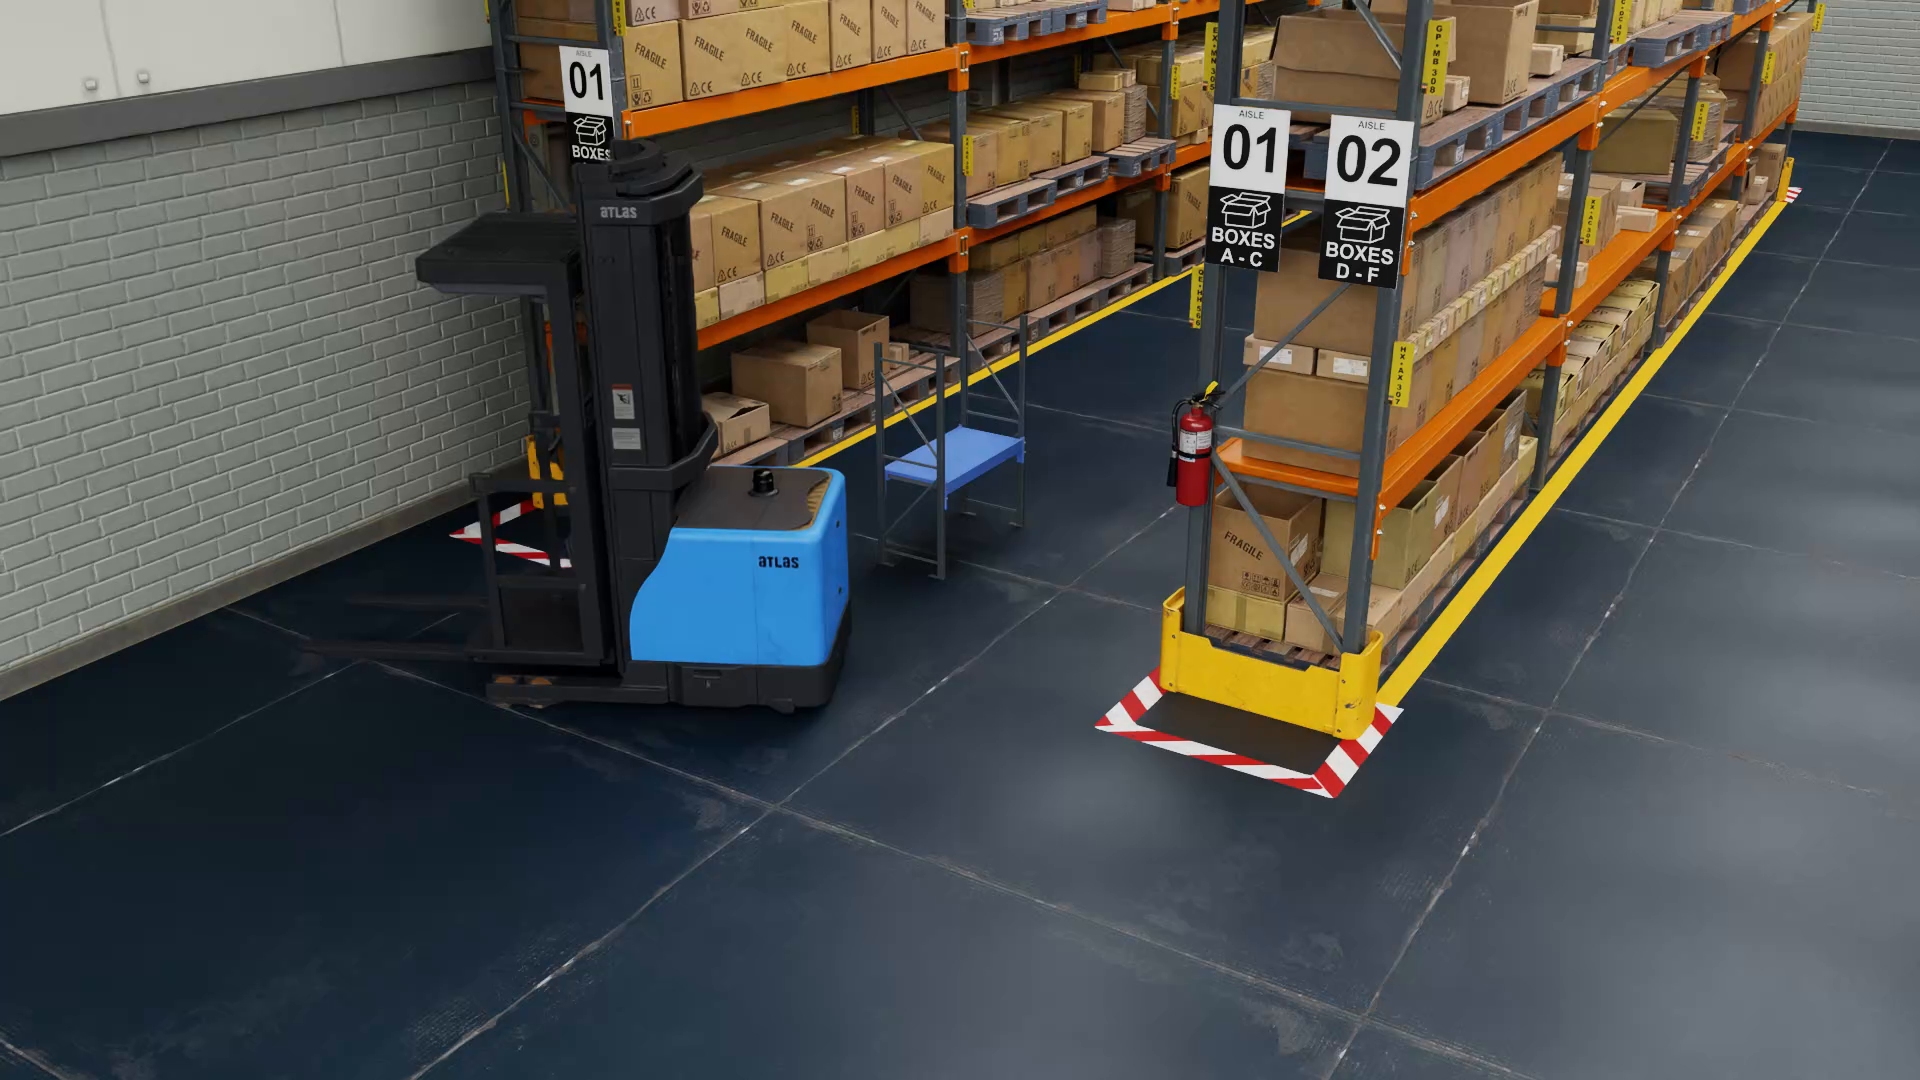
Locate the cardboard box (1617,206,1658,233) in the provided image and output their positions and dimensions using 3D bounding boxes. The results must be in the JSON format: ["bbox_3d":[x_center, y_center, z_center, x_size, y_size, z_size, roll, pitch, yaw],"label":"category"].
[{"bbox_3d":[5.677,-2.720,14.073,0.380,0.149,0.250,14,27,29],"label":"cardboard box"}]

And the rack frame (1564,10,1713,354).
[{"bbox_3d":[5.916,-3.196,14.858,1.000,3.000,0.127,14,27,29],"label":"rack frame"}]

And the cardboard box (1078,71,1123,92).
[{"bbox_3d":[1.392,-4.544,16.475,0.380,0.149,0.250,9,25,20],"label":"cardboard box"}]

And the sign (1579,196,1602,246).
[{"bbox_3d":[4.279,-2.164,11.284,0.100,0.325,0.005,14,27,29],"label":"sign"}]

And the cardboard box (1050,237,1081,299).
[{"bbox_3d":[0.762,-2.711,16.329,0.700,0.500,0.500,14,27,29],"label":"cardboard box"}]

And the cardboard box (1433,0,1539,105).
[{"bbox_3d":[2.804,-2.679,9.056,0.500,0.500,0.500,14,27,29],"label":"cardboard box"}]

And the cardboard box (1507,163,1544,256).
[{"bbox_3d":[3.312,-2.166,10.718,0.700,0.500,0.500,14,27,29],"label":"cardboard box"}]

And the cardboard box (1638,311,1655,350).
[{"bbox_3d":[5.846,-1.899,14.792,0.500,0.250,0.500,15,27,30],"label":"cardboard box"}]

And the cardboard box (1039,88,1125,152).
[{"bbox_3d":[1.195,-4.126,16.326,0.700,0.500,0.500,11,26,24],"label":"cardboard box"}]

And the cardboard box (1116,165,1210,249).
[{"bbox_3d":[2.205,-3.660,18.106,0.750,0.750,0.750,13,27,28],"label":"cardboard box"}]

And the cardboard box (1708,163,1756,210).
[{"bbox_3d":[9.013,-4.238,19.852,0.797,0.503,0.637,14,27,29],"label":"cardboard box"}]

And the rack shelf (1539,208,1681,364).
[{"bbox_3d":[4.861,-2.191,13.441,1.077,0.370,4.000,14,27,29],"label":"rack shelf"}]

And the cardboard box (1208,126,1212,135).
[{"bbox_3d":[2.586,-4.545,18.264,0.380,0.149,0.250,15,27,30],"label":"cardboard box"}]

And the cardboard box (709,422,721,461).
[{"bbox_3d":[-2.073,-0.716,11.958,0.500,0.311,0.500,11,26,23],"label":"cardboard box"}]

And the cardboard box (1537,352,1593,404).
[{"bbox_3d":[4.504,-1.290,12.680,0.500,0.311,0.500,14,27,28],"label":"cardboard box"}]

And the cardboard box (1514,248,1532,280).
[{"bbox_3d":[3.439,-1.792,10.672,0.380,0.149,0.250,14,27,29],"label":"cardboard box"}]

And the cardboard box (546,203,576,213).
[{"bbox_3d":[-2.446,-2.021,11.363,0.500,0.500,0.500,14,27,28],"label":"cardboard box"}]

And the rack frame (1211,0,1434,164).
[{"bbox_3d":[1.696,-3.249,7.429,1.000,3.000,0.127,14,27,29],"label":"rack frame"}]

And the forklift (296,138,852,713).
[{"bbox_3d":[-2.185,-0.628,9.011,3.031,2.935,1.130,2,23,4],"label":"forklift"}]

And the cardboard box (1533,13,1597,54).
[{"bbox_3d":[4.139,-3.553,11.566,0.500,0.250,0.500,17,29,34],"label":"cardboard box"}]

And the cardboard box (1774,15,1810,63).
[{"bbox_3d":[9.869,-6.023,20.002,0.500,0.500,0.500,15,27,30],"label":"cardboard box"}]

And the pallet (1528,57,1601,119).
[{"bbox_3d":[3.378,-2.889,10.483,1.003,0.211,1.213,14,27,29],"label":"pallet"}]

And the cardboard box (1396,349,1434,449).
[{"bbox_3d":[2.226,-0.875,9.370,0.700,0.500,0.500,15,27,30],"label":"cardboard box"}]

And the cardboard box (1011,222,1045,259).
[{"bbox_3d":[0.471,-2.860,15.729,0.500,0.250,0.500,13,27,27],"label":"cardboard box"}]

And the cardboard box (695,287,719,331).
[{"bbox_3d":[-1.987,-1.572,11.268,0.500,0.250,0.500,13,27,27],"label":"cardboard box"}]

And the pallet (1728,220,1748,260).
[{"bbox_3d":[8.389,-3.498,19.065,1.003,0.211,1.213,14,27,29],"label":"pallet"}]

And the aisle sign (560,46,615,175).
[{"bbox_3d":[-2.297,-2.639,10.298,0.394,0.787,0.004,14,27,29],"label":"aisle sign"}]

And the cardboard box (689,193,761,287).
[{"bbox_3d":[-1.738,-2.080,11.500,0.500,0.500,0.500,14,27,29],"label":"cardboard box"}]

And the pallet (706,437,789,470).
[{"bbox_3d":[-2.016,-0.546,12.245,1.003,0.211,1.213,14,27,29],"label":"pallet"}]

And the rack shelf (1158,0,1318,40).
[{"bbox_3d":[2.761,-5.955,18.359,1.077,0.370,4.000,14,27,29],"label":"rack shelf"}]

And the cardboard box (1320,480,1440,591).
[{"bbox_3d":[2.430,-0.075,9.636,0.500,0.500,0.500,14,27,29],"label":"cardboard box"}]

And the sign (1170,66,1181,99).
[{"bbox_3d":[2.172,-4.618,16.783,0.100,0.325,0.005,14,27,29],"label":"sign"}]

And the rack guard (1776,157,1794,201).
[{"bbox_3d":[10.096,-4.724,21.532,1.175,0.500,0.348,14,27,29],"label":"rack guard"}]

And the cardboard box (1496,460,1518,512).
[{"bbox_3d":[3.475,-0.408,11.350,0.500,0.250,0.500,14,27,29],"label":"cardboard box"}]

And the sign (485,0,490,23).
[{"bbox_3d":[-2.975,-3.439,10.528,0.100,0.325,0.005,14,27,29],"label":"sign"}]

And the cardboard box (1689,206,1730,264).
[{"bbox_3d":[7.741,-3.209,17.481,0.500,0.500,0.500,14,27,29],"label":"cardboard box"}]

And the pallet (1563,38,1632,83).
[{"bbox_3d":[4.260,-3.436,11.875,0.805,0.209,1.217,13,26,27],"label":"pallet"}]

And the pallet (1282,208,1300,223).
[{"bbox_3d":[3.473,-4.027,20.287,1.003,0.211,1.213,14,27,29],"label":"pallet"}]

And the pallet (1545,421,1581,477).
[{"bbox_3d":[4.162,-0.824,12.887,1.003,0.211,1.213,14,27,29],"label":"pallet"}]

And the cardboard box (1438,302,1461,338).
[{"bbox_3d":[2.629,-1.276,9.479,0.380,0.149,0.250,13,27,27],"label":"cardboard box"}]

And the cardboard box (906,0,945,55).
[{"bbox_3d":[-0.462,-4.092,12.999,0.500,0.500,0.500,15,27,30],"label":"cardboard box"}]

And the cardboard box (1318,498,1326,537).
[{"bbox_3d":[2.241,-0.355,10.283,0.500,0.500,0.500,14,27,29],"label":"cardboard box"}]

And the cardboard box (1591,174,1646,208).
[{"bbox_3d":[5.687,-3.042,14.613,0.500,0.311,0.500,16,28,32],"label":"cardboard box"}]

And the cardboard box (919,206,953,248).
[{"bbox_3d":[-0.397,-2.600,13.644,0.500,0.250,0.500,14,27,29],"label":"cardboard box"}]

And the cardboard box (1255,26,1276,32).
[{"bbox_3d":[3.787,-5.908,19.652,0.500,0.250,0.500,15,27,30],"label":"cardboard box"}]

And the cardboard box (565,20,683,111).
[{"bbox_3d":[-2.125,-3.025,10.536,0.500,0.500,0.500,15,27,30],"label":"cardboard box"}]

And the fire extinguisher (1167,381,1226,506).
[{"bbox_3d":[1.239,-0.518,8.769,0.296,0.674,0.183,14,27,29],"label":"fire extinguisher"}]

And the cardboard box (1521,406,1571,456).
[{"bbox_3d":[4.229,-0.861,12.397,0.500,0.250,0.500,13,27,28],"label":"cardboard box"}]

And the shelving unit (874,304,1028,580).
[{"bbox_3d":[-0.045,-0.659,10.886,0.538,1.500,1.048,14,27,29],"label":"shelving unit"}]

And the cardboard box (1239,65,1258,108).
[{"bbox_3d":[2.994,-5.055,18.625,0.500,0.500,0.500,15,27,30],"label":"cardboard box"}]

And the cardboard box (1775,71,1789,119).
[{"bbox_3d":[9.327,-5.221,19.409,0.500,0.500,0.500,13,27,28],"label":"cardboard box"}]

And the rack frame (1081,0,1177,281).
[{"bbox_3d":[1.706,-4.233,17.253,1.000,3.000,0.127,14,27,29],"label":"rack frame"}]
